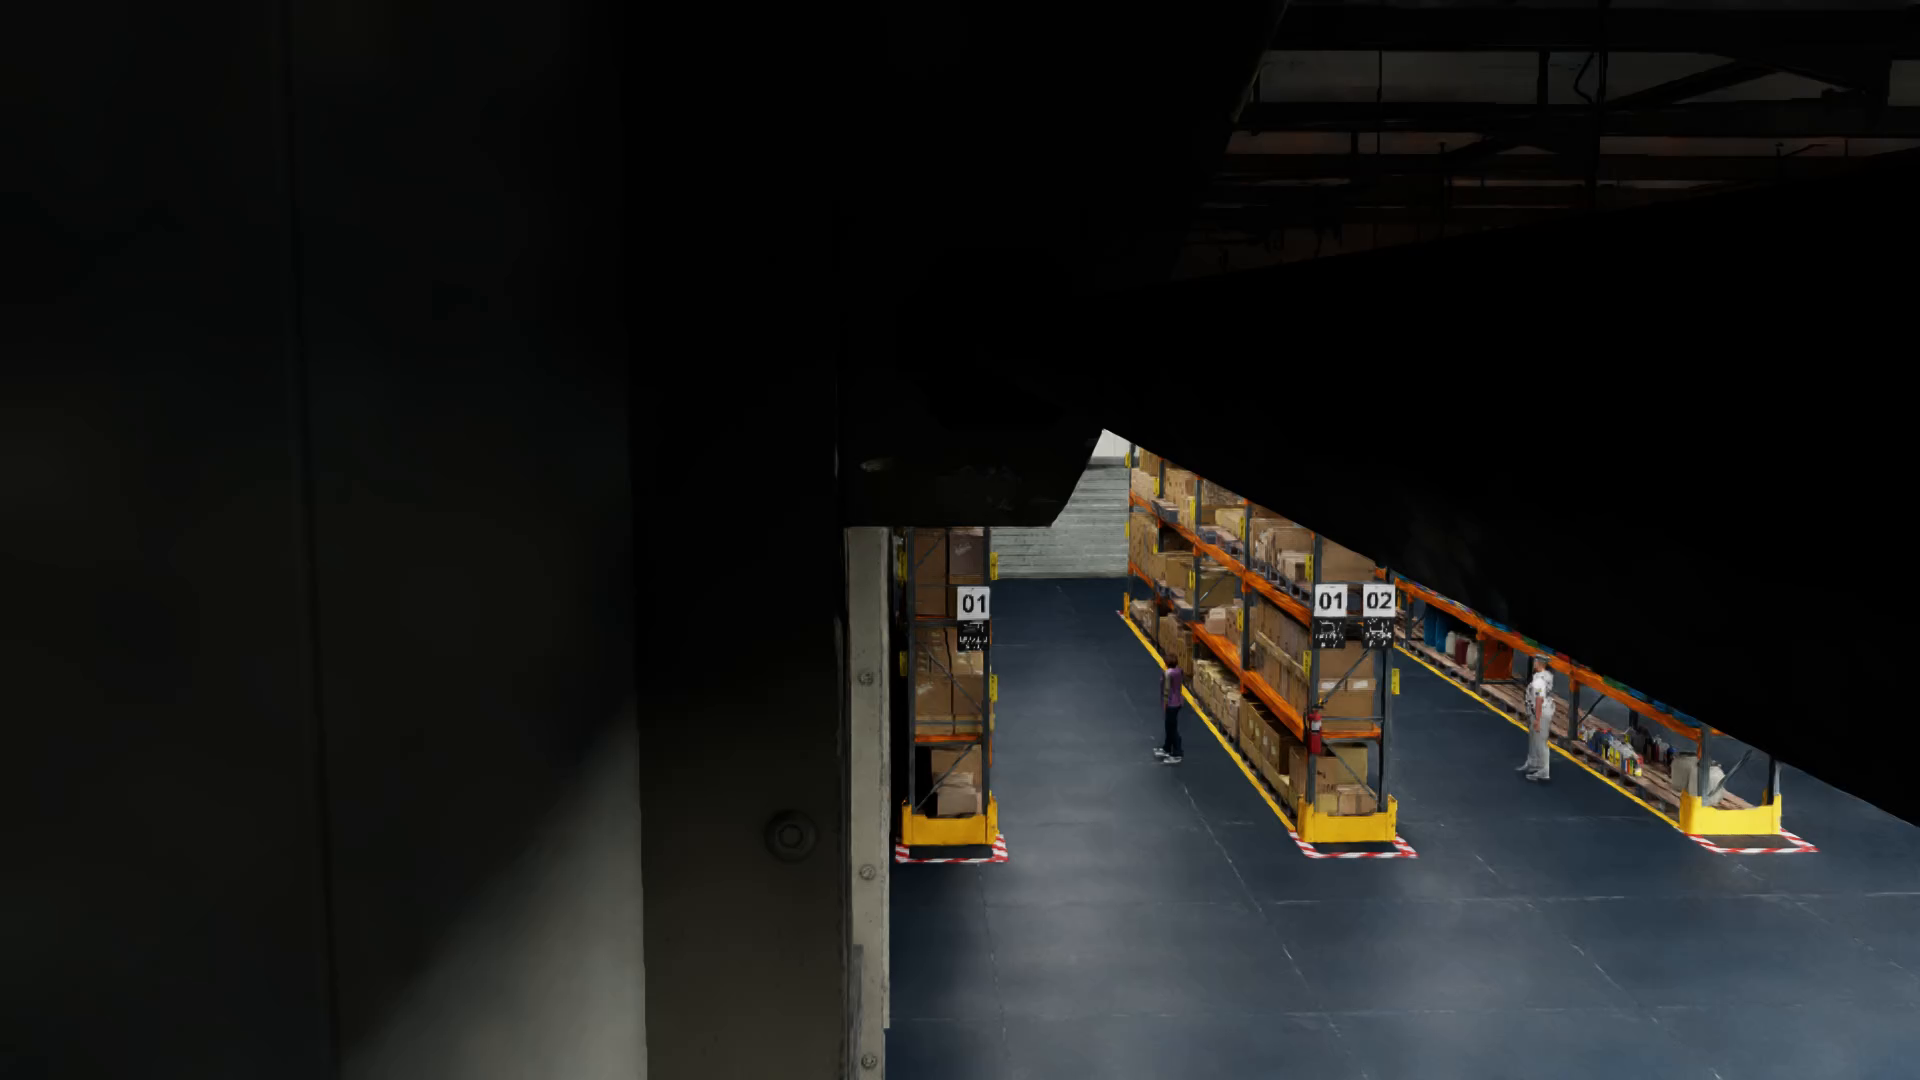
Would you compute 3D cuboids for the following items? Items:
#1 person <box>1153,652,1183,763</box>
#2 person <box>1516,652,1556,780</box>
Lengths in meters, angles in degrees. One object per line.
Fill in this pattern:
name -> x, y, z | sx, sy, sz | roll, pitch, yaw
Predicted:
person -> 3.054, 2.436, 24.350 | 0.550, 1.558, 0.598 | 4, 8, 30
person -> 8.107, 2.461, 23.407 | 0.501, 1.758, 0.588 | 4, 8, 28
